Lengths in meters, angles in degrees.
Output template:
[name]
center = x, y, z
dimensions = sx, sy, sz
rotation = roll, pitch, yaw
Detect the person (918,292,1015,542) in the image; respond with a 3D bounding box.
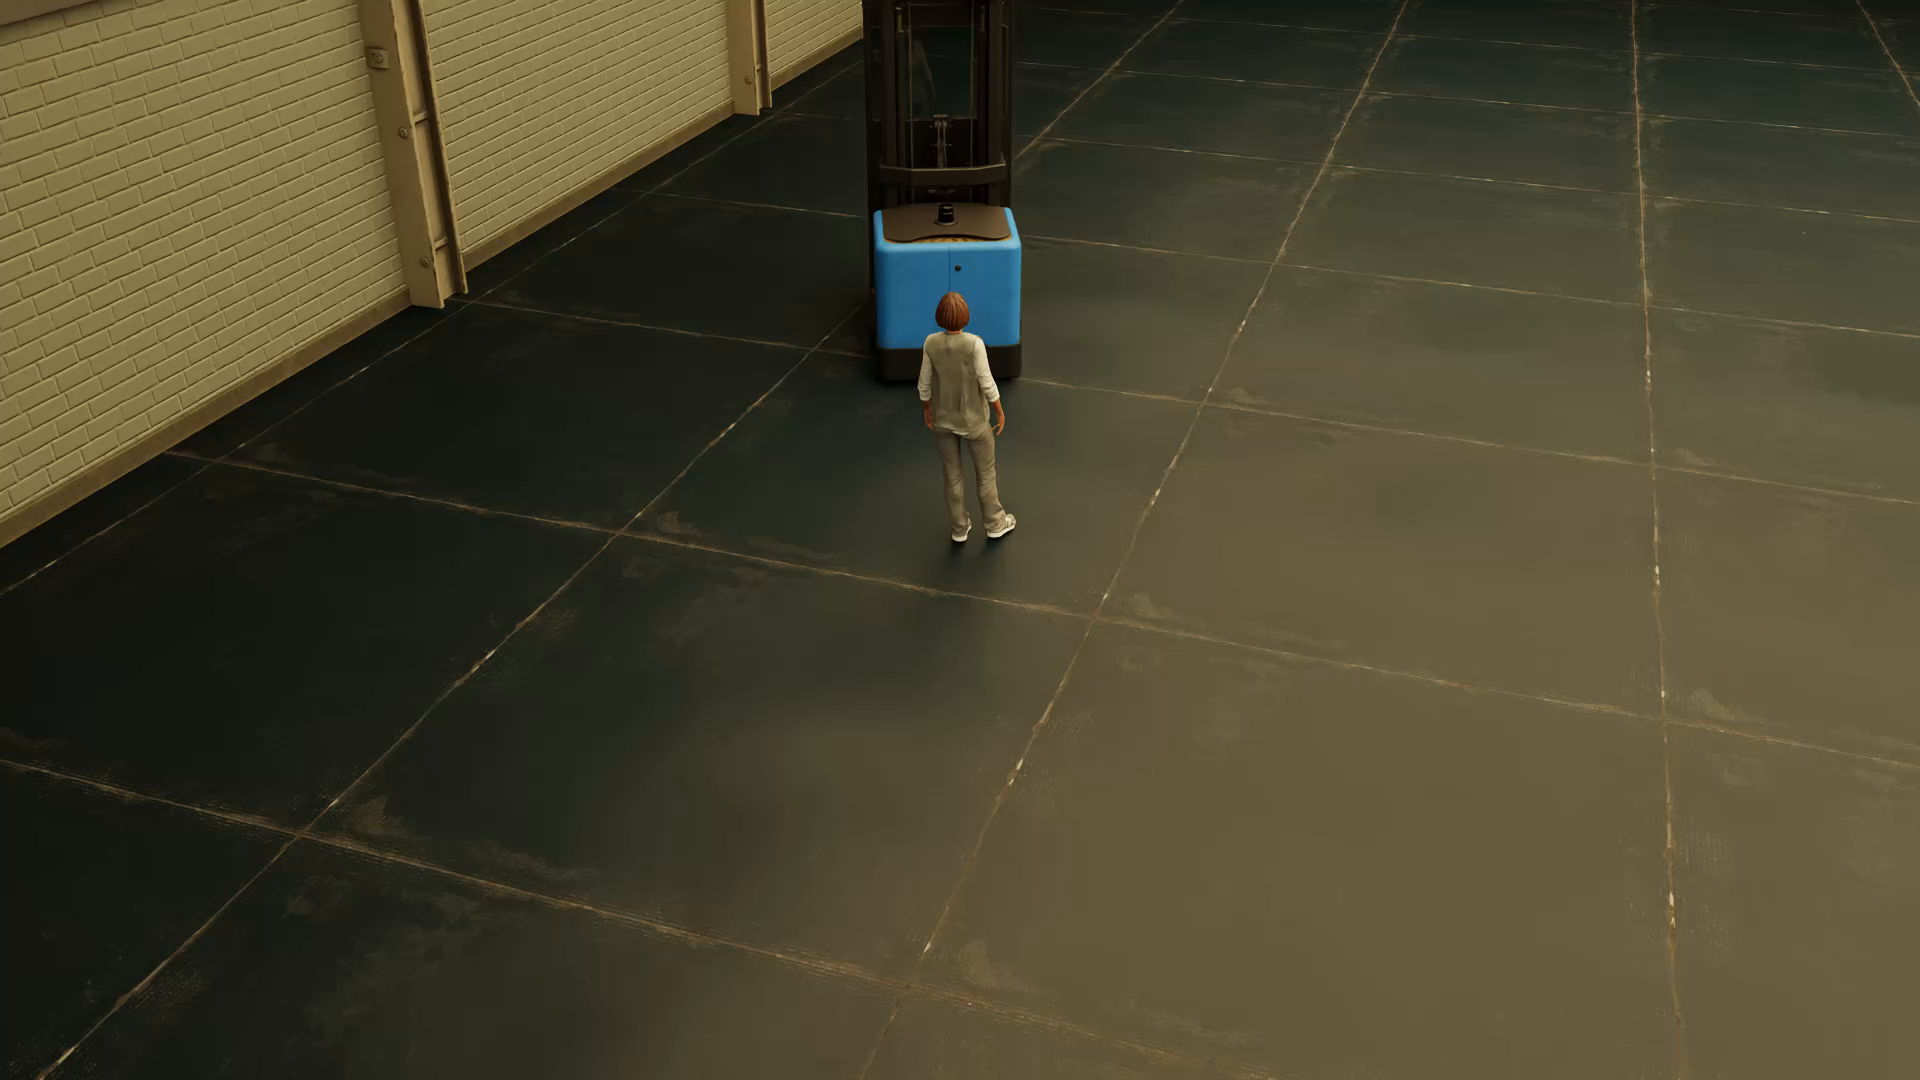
[person]
center = 0.037, -0.733, 9.755
dimensions = 0.521, 1.599, 0.473
rotation = 10, 31, 16

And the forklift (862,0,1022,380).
[forklift]
center = -0.174, -3.123, 12.615
dimensions = 1.130, 2.935, 3.031
rotation = -2, 30, -3
